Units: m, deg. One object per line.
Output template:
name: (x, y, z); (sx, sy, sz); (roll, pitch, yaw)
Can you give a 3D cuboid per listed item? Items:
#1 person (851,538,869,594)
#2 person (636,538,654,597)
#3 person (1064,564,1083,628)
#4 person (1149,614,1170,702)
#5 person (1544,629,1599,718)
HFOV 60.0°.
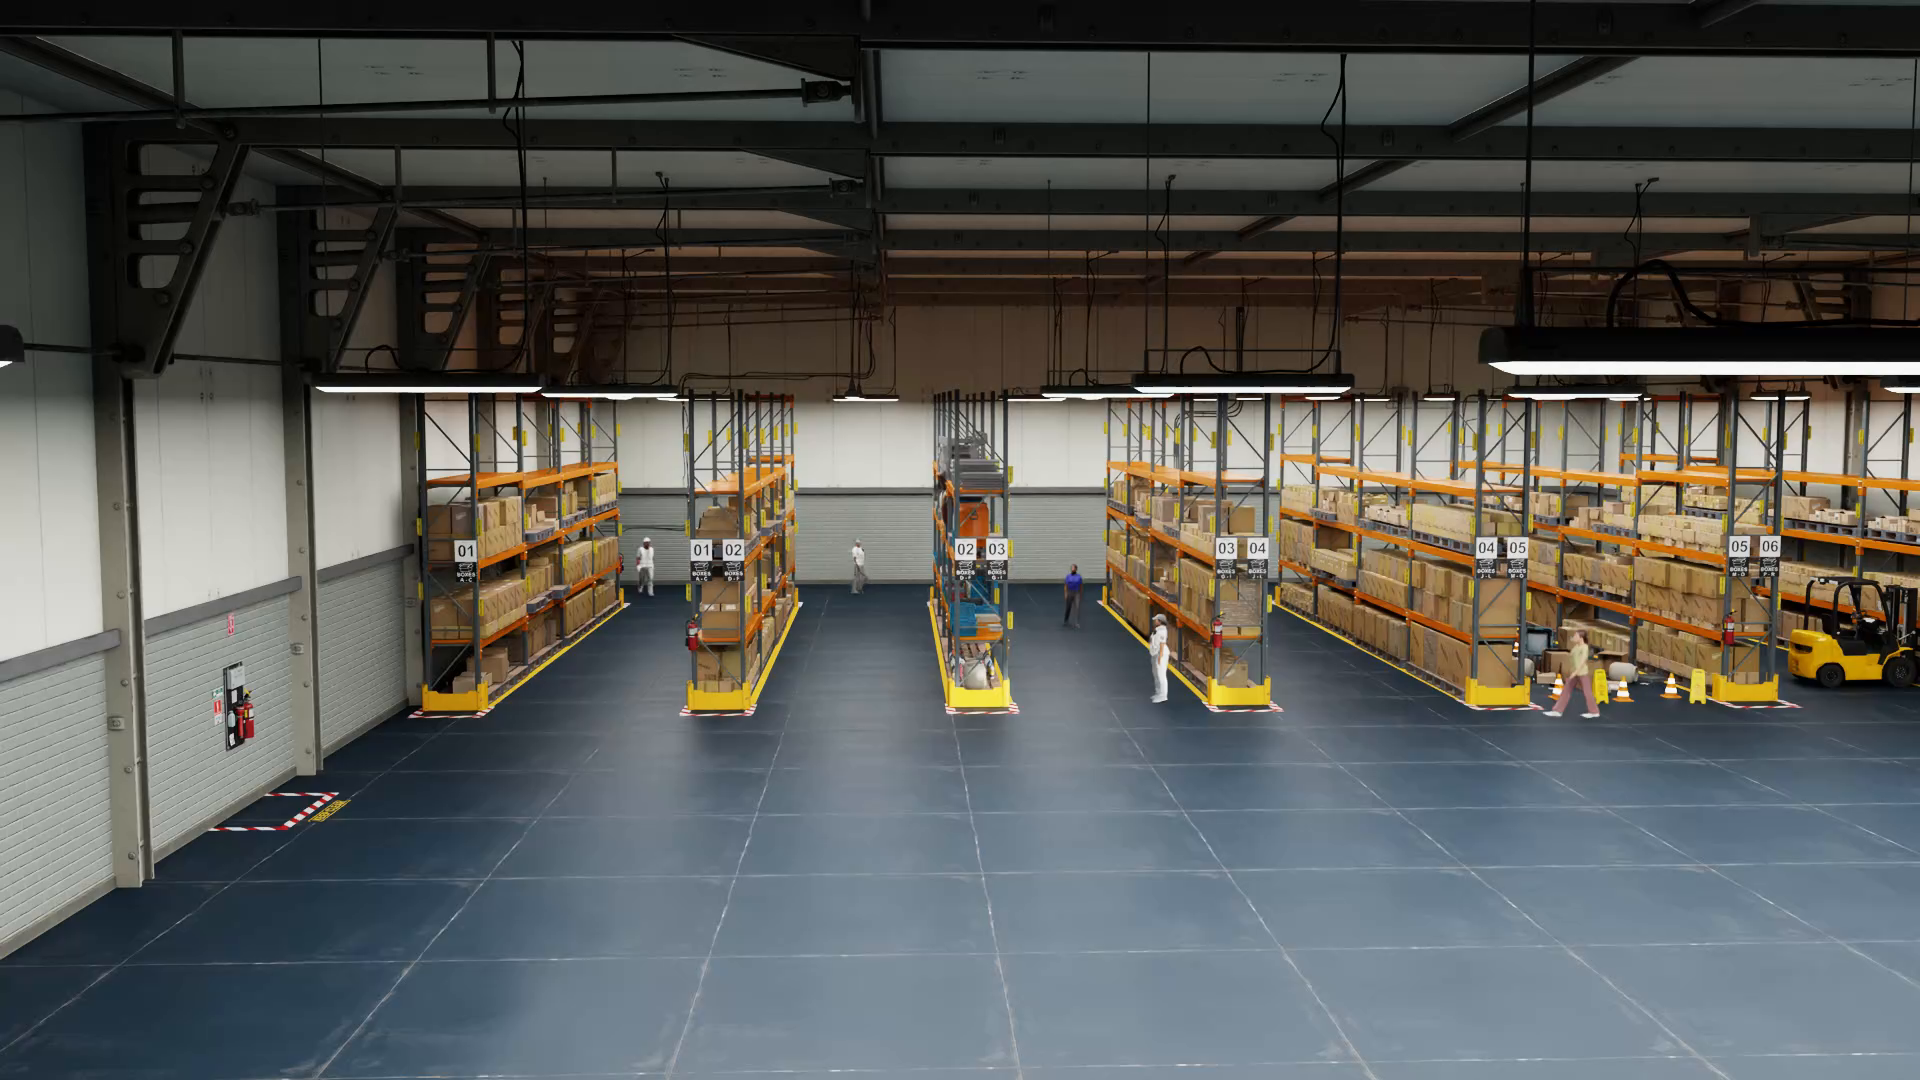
person: (-3.029, 0.796, 50.122); (0.497, 1.708, 0.491); (1, 5, 10)
person: (-9.388, 0.805, 49.595); (0.541, 1.747, 1.059); (-2, 5, -18)
person: (2.918, 1.426, 42.821); (0.508, 1.611, 0.920); (-1, 5, -7)
person: (3.853, 2.271, 32.194); (0.406, 1.664, 0.560); (-1, 5, -12)
person: (11.160, 2.427, 30.175); (0.957, 1.622, 0.456); (-1, 5, -11)
